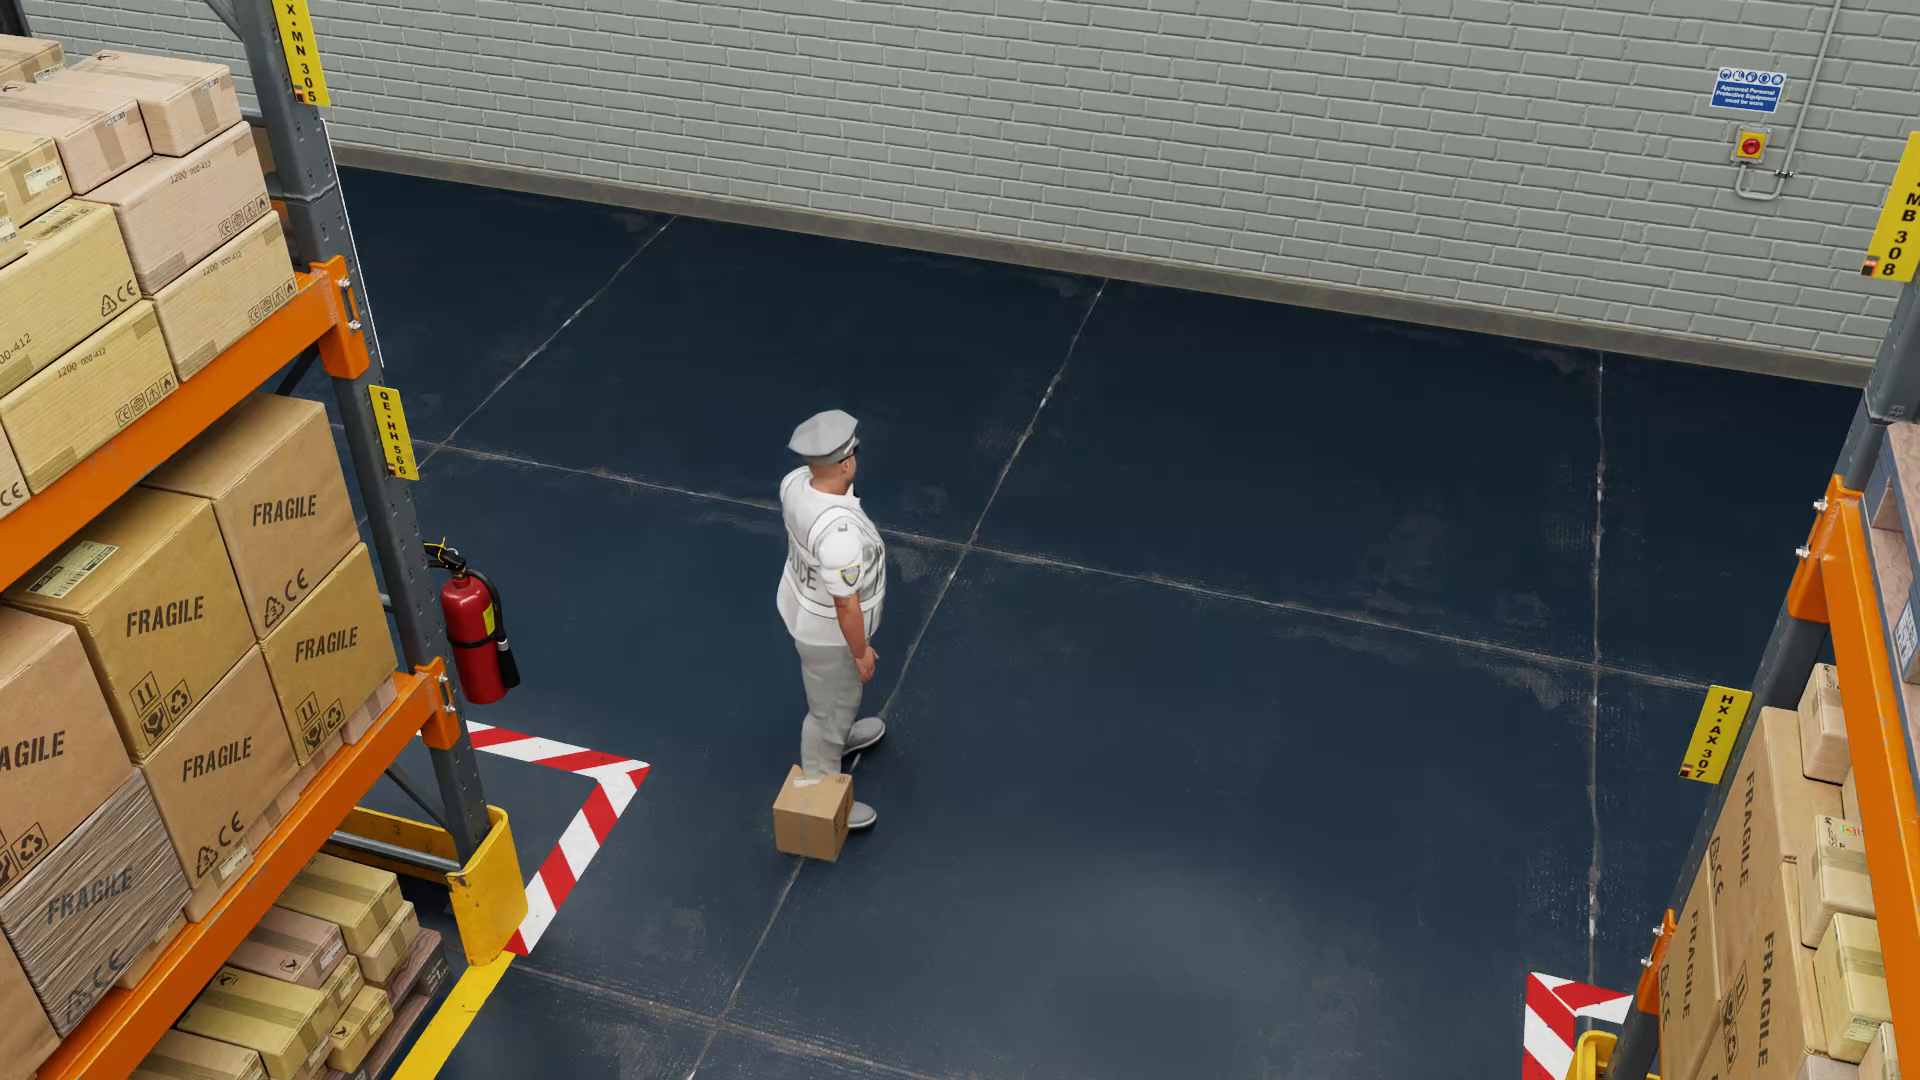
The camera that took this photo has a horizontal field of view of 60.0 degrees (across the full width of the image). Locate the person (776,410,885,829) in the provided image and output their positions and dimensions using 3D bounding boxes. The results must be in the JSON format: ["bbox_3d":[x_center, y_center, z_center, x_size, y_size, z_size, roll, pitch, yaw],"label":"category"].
[{"bbox_3d":[-0.472,0.302,6.442,0.476,1.752,0.594,-12,39,-16],"label":"person"}]
